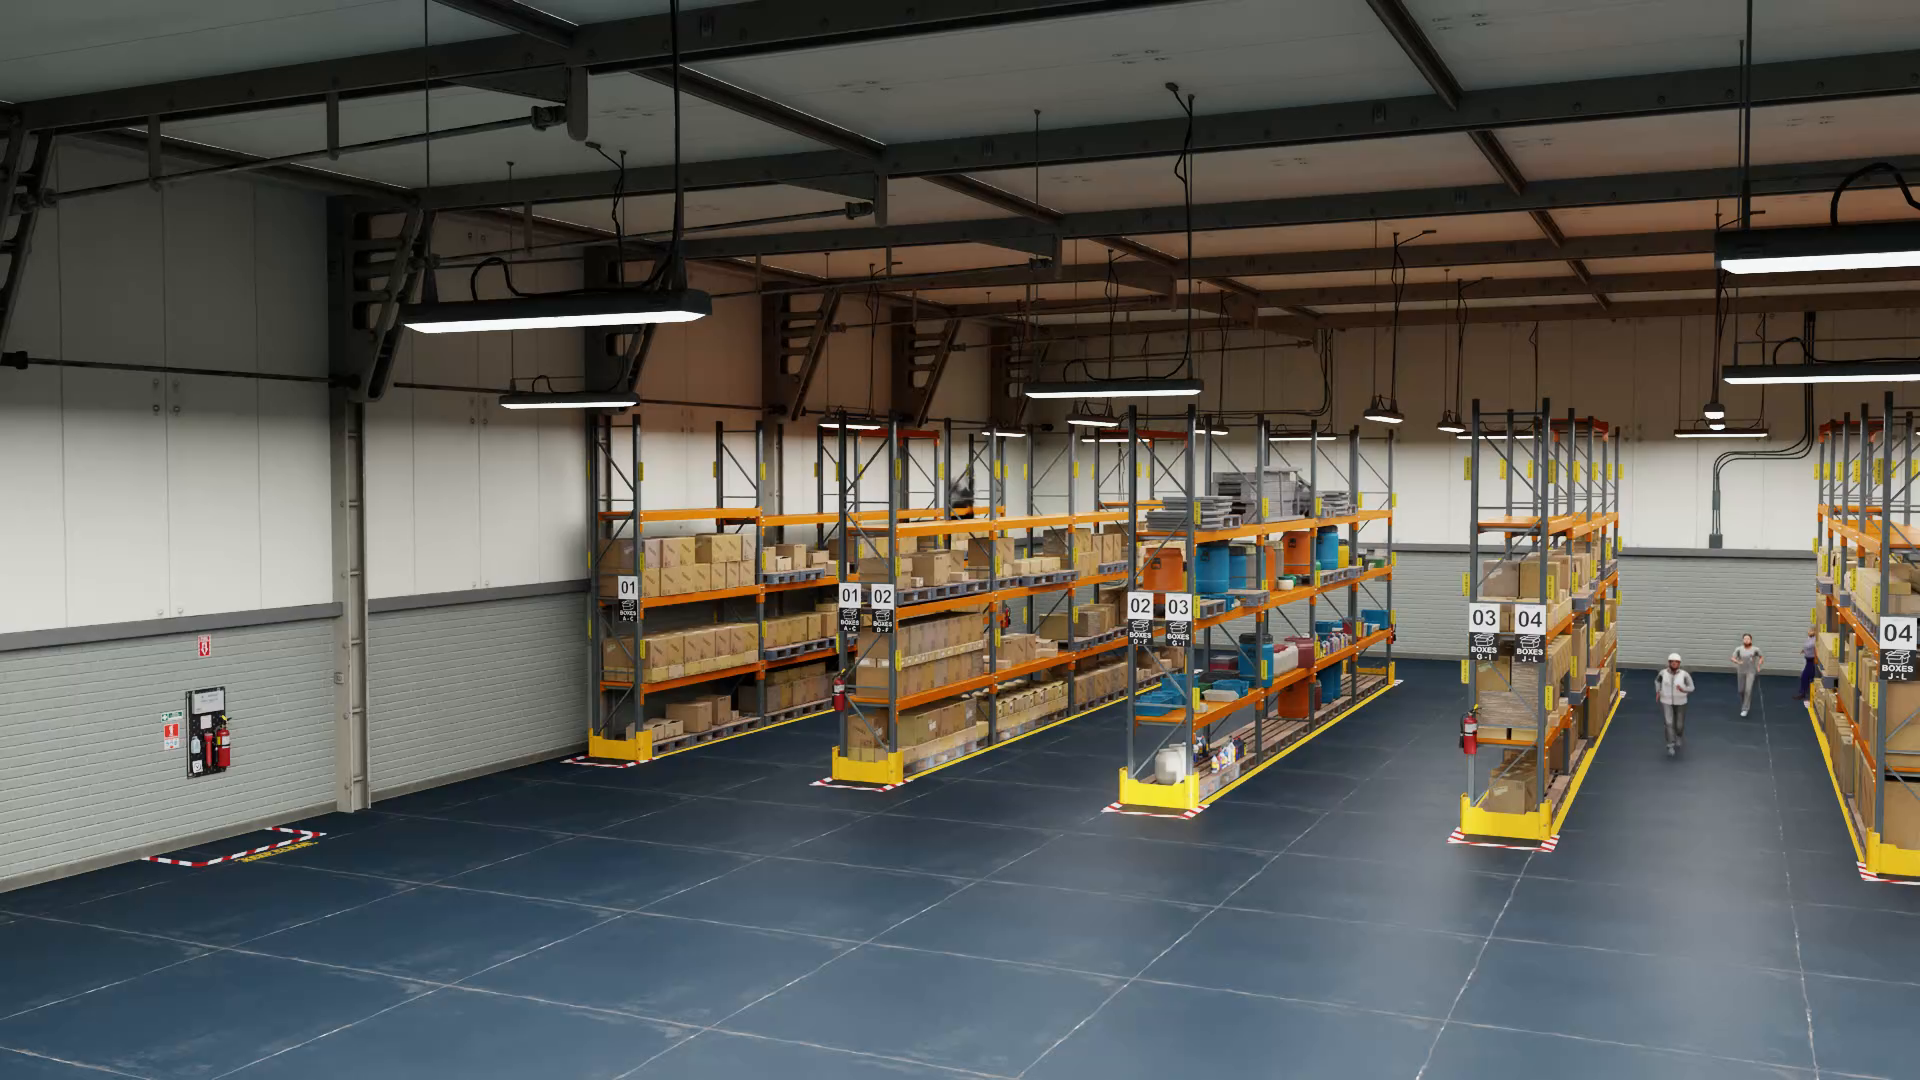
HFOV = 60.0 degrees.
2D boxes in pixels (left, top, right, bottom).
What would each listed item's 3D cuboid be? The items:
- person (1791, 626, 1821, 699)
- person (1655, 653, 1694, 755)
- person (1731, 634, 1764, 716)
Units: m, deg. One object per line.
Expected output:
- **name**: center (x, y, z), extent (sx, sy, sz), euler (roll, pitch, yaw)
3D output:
- **person**: center (18.685, 2.697, 36.375), extent (0.861, 1.623, 0.700), euler (1, 2, 13)
- **person**: center (12.644, 2.880, 29.446), extent (0.657, 1.757, 0.952), euler (1, 3, 25)
- **person**: center (16.132, 2.744, 34.097), extent (0.579, 1.660, 0.866), euler (2, 3, 35)
